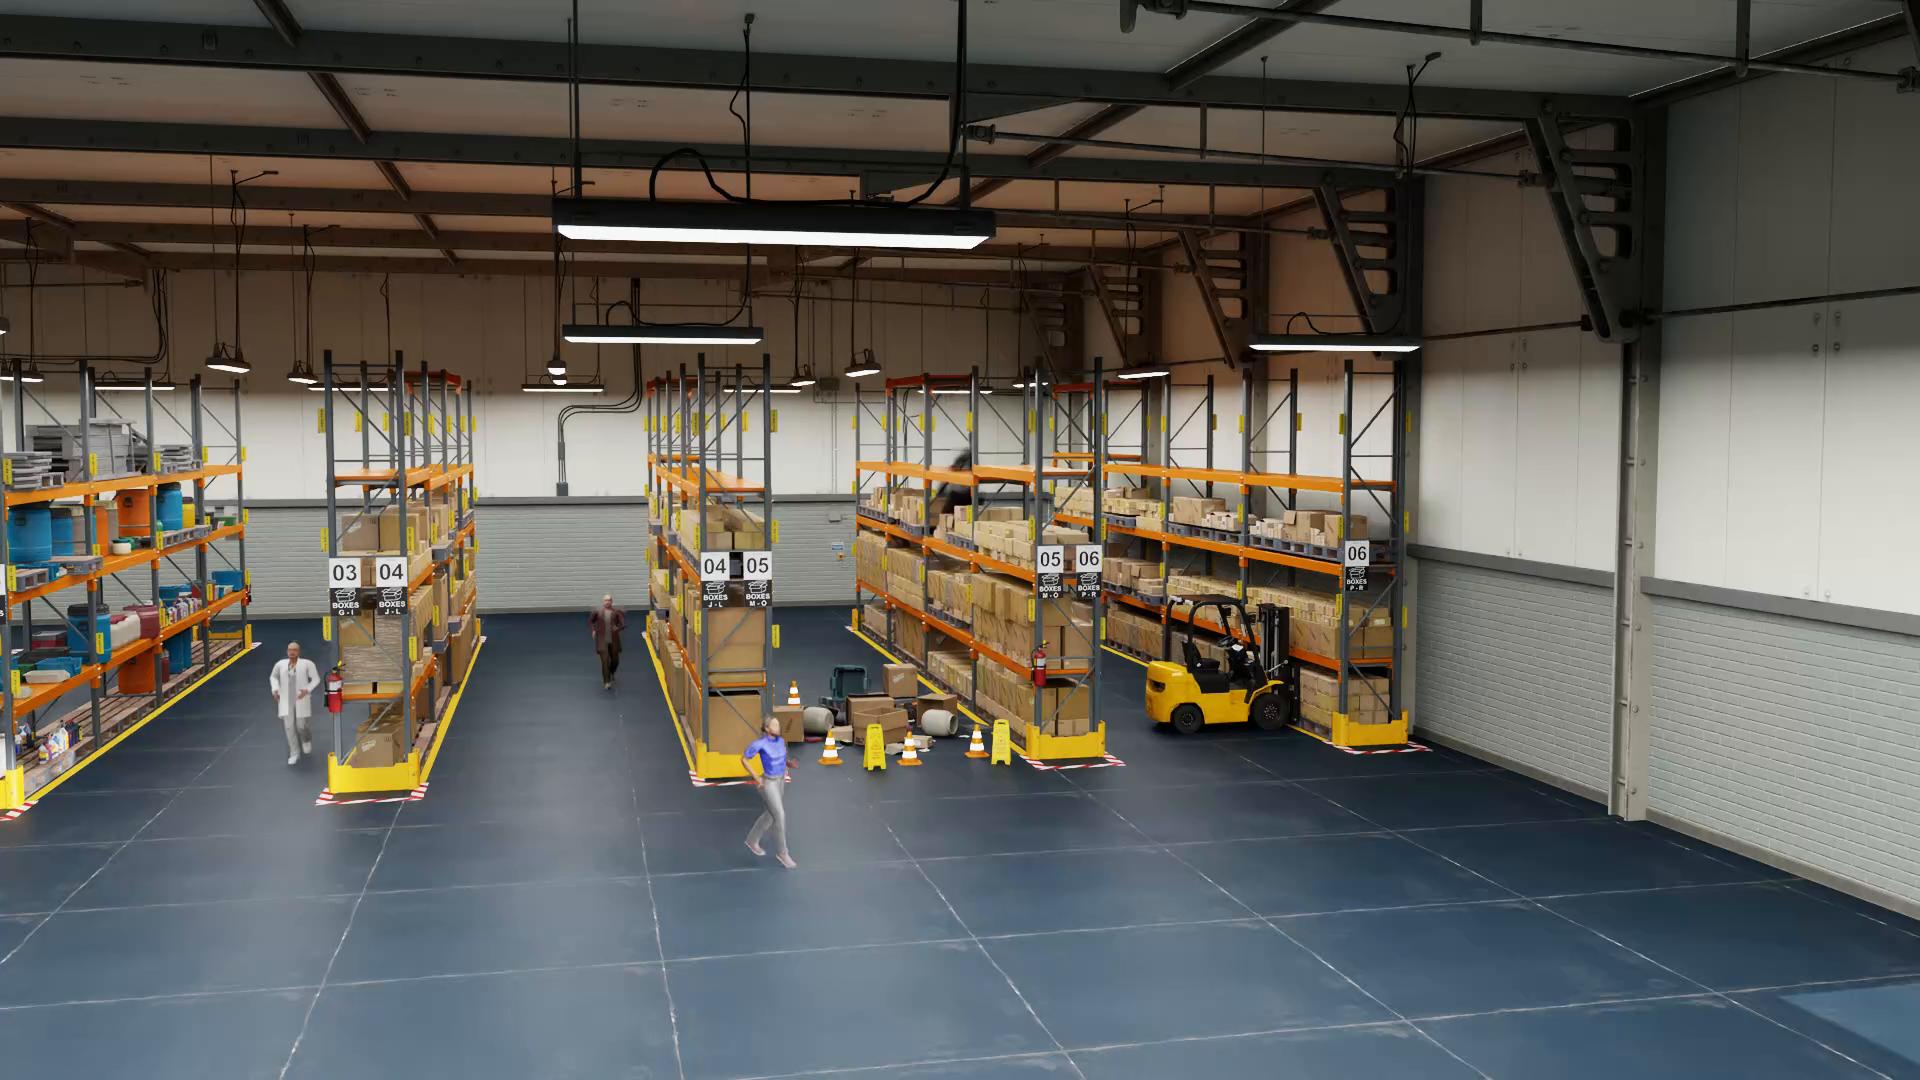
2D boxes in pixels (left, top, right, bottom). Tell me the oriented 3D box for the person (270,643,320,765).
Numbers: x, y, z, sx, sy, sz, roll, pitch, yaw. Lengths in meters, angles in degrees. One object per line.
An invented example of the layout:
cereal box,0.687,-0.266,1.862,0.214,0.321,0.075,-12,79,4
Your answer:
person,-9.907,2.406,24.761,0.720,1.761,0.794,-1,4,-11

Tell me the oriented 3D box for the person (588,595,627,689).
person,-6.702,2.026,31.645,0.719,1.543,0.951,-1,4,-15

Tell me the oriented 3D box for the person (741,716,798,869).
person,-2.161,2.847,18.967,0.783,1.705,0.560,2,4,27
